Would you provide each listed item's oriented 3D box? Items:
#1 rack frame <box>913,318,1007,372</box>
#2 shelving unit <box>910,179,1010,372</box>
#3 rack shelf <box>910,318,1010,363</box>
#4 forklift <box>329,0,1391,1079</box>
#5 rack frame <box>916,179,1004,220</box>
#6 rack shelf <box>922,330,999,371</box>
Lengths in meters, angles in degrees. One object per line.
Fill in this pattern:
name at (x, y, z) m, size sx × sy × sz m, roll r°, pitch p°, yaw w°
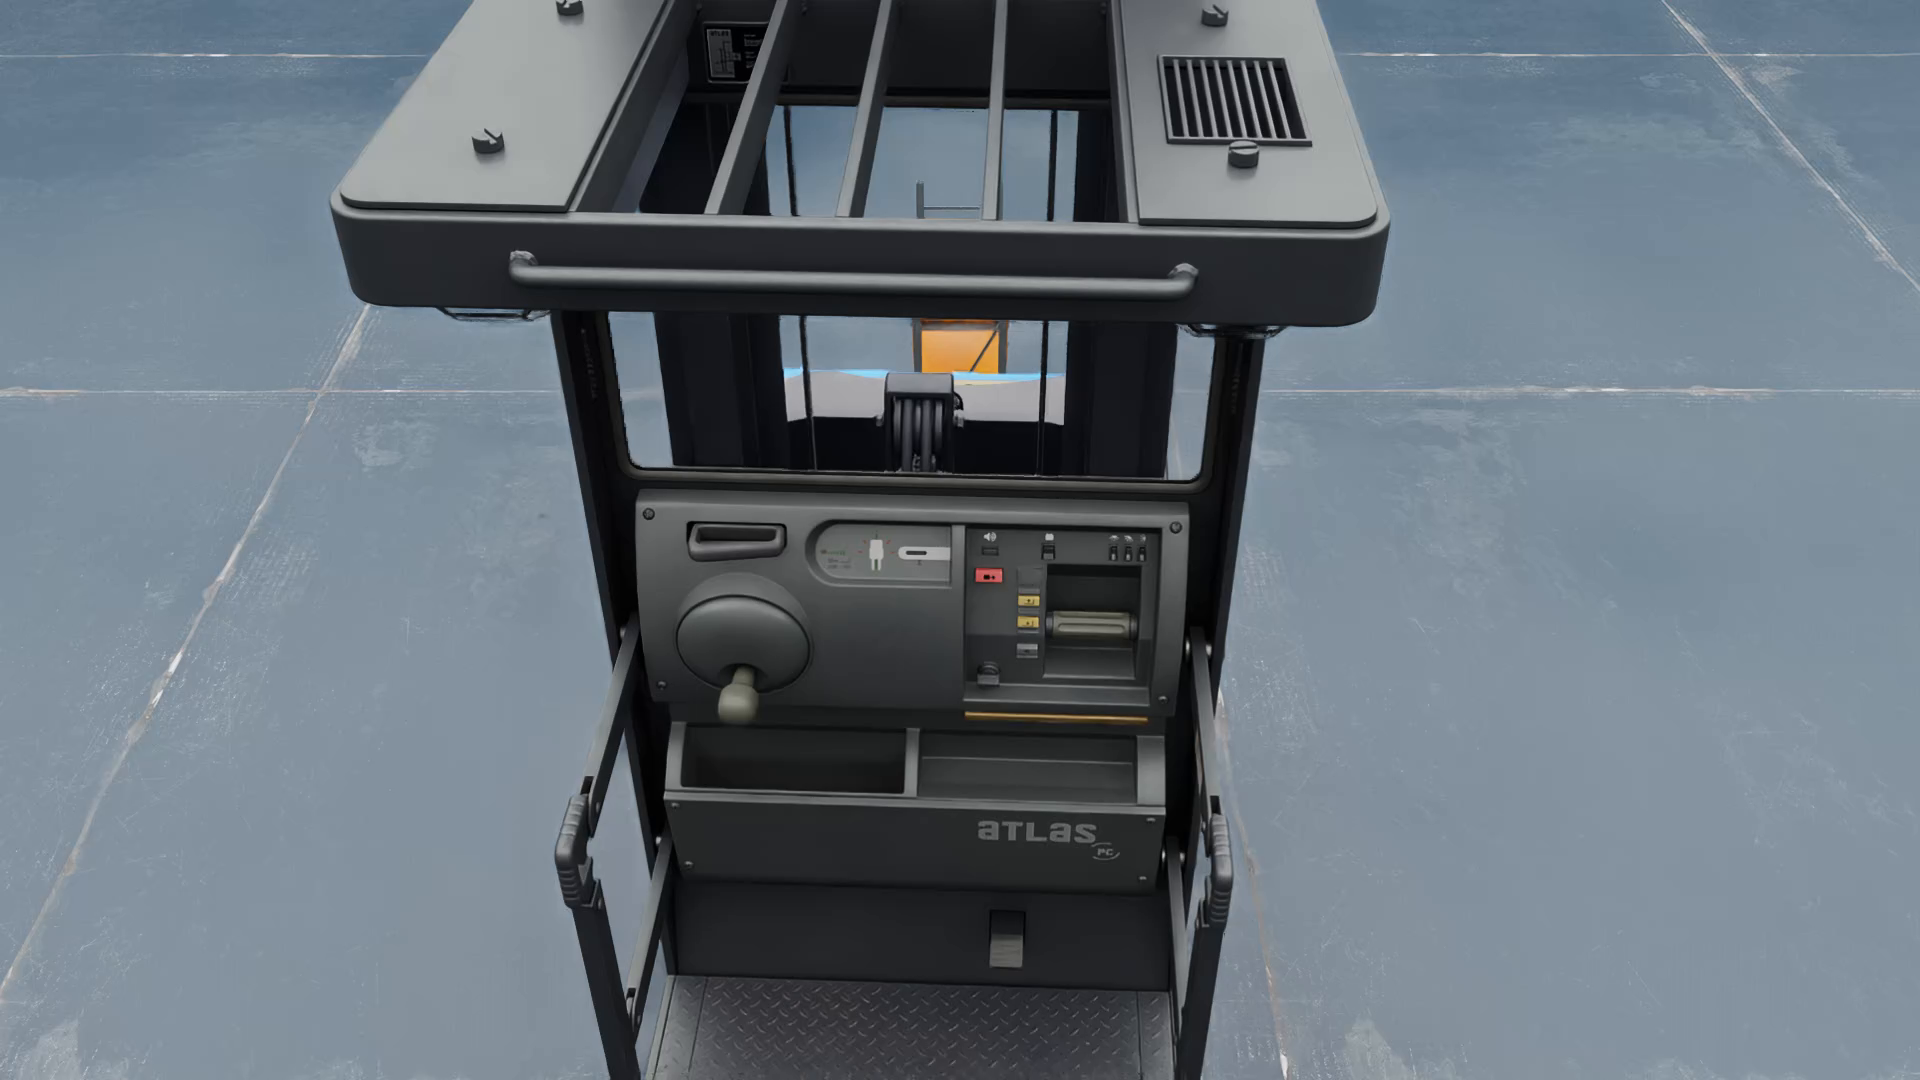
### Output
rack frame at (0.000, -0.212, 4.555) m, size 0.240 × 1.200 × 0.015 m, roll 0°, pitch 39°, yaw 0°
shelving unit at (0.000, -0.365, 4.746) m, size 0.258 × 1.200 × 0.503 m, roll 0°, pitch 39°, yaw 0°
rack shelf at (0.000, -0.671, 4.500) m, size 0.258 × 0.148 × 0.480 m, roll 0°, pitch 39°, yaw 0°
forklift at (-0.090, 0.198, 2.659) m, size 1.130 × 2.935 × 3.031 m, roll 1°, pitch 39°, yaw 2°
rack frame at (0.000, -0.517, 4.936) m, size 0.240 × 1.200 × 0.015 m, roll 0°, pitch 39°, yaw 0°
rack shelf at (0.000, -0.487, 4.648) m, size 0.258 × 0.148 × 0.480 m, roll 0°, pitch 39°, yaw 0°
